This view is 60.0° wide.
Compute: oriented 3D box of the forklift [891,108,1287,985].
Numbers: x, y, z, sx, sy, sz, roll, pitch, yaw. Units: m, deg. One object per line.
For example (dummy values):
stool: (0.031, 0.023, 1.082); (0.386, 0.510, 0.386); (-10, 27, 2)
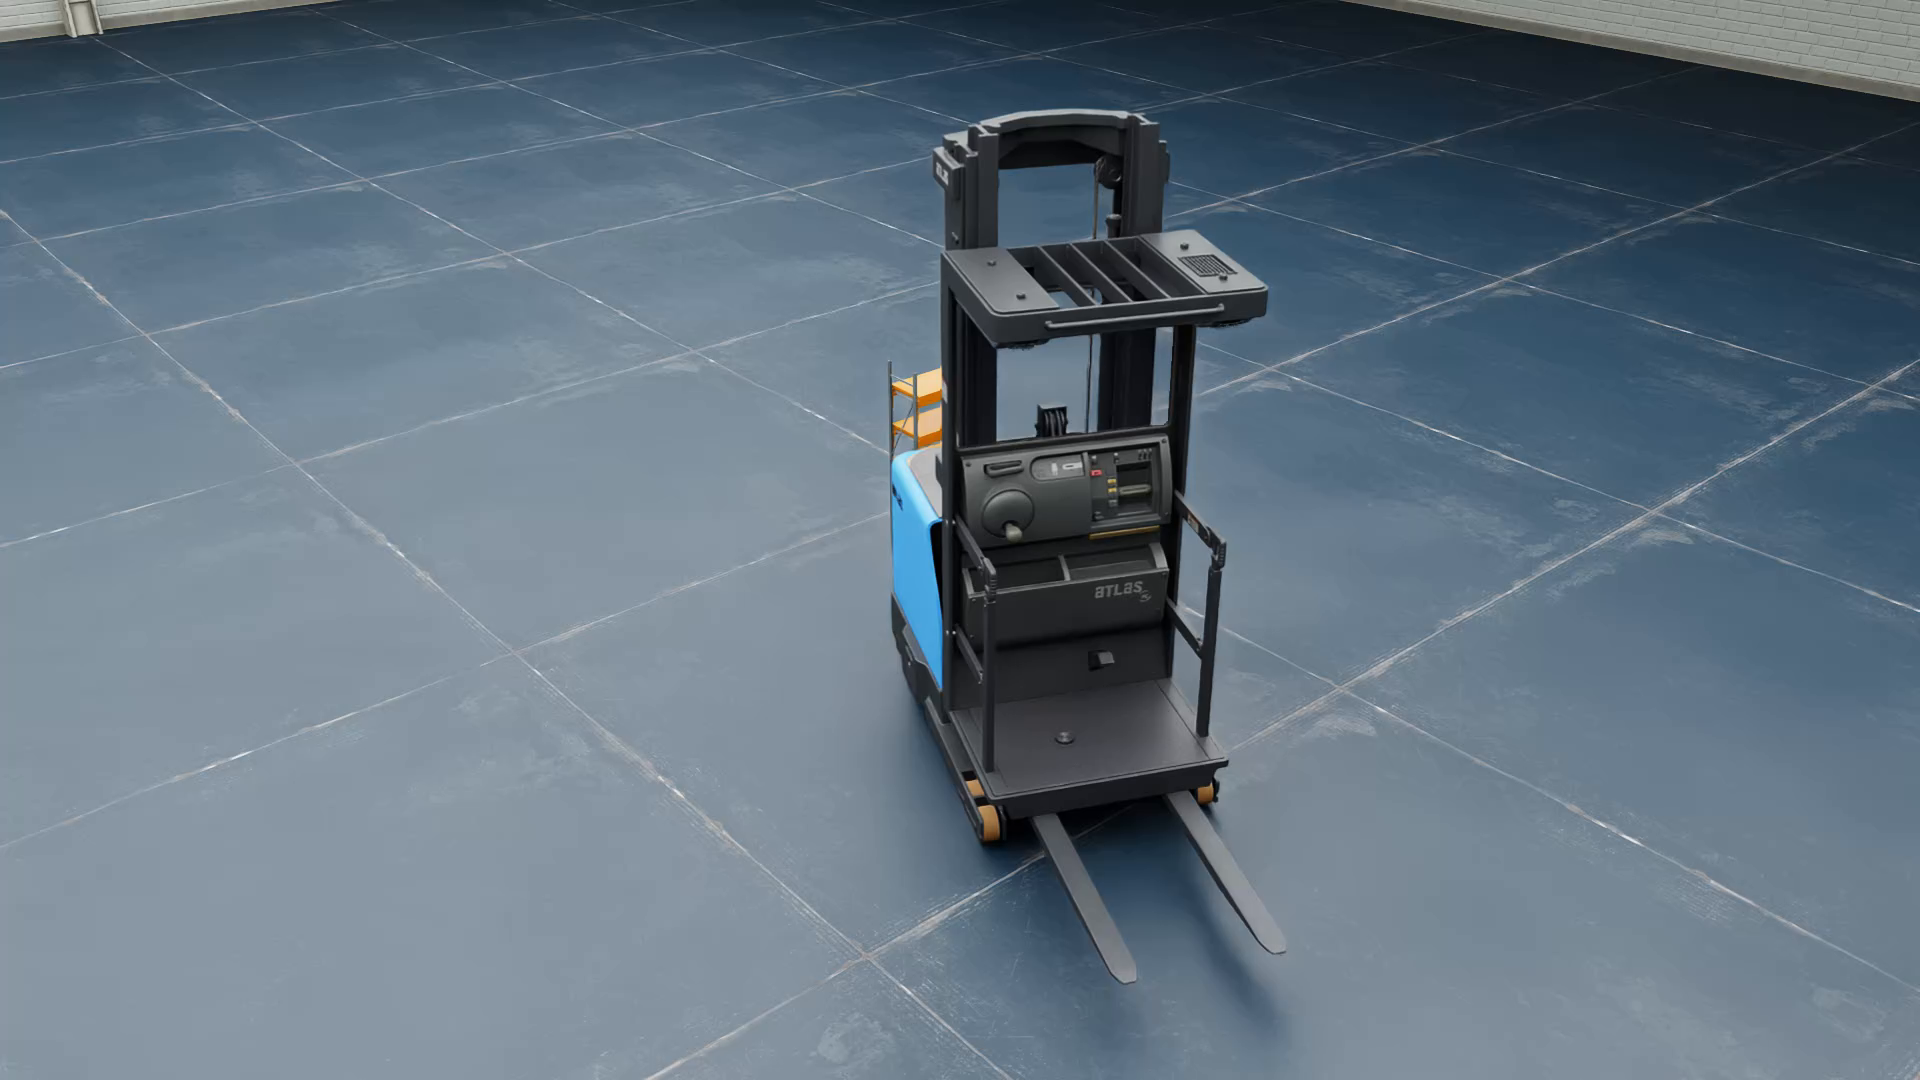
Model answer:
forklift: (0.526, -0.174, 6.966); (1.130, 2.935, 3.031); (-7, 29, -14)

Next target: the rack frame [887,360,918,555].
rack frame: (-0.312, -0.404, 9.233); (0.015, 1.200, 0.240); (-22, 35, -35)

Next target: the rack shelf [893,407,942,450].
rack shelf: (-0.126, -0.616, 9.299); (0.480, 0.148, 0.258); (-22, 35, -35)

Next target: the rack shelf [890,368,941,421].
rack shelf: (-0.126, -0.825, 9.187); (0.480, 0.148, 0.258); (-22, 35, -35)

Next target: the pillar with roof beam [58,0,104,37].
pillar with roof beam: (-9.131, -9.324, 17.649); (0.400, 9.000, 9.100); (-22, 35, -35)

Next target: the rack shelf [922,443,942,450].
rack shelf: (-0.126, -0.419, 9.404); (0.480, 0.148, 0.258); (-22, 35, -35)

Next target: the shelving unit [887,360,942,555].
shelving unit: (-0.126, -0.479, 9.372); (0.503, 1.200, 0.258); (-22, 35, -35)
